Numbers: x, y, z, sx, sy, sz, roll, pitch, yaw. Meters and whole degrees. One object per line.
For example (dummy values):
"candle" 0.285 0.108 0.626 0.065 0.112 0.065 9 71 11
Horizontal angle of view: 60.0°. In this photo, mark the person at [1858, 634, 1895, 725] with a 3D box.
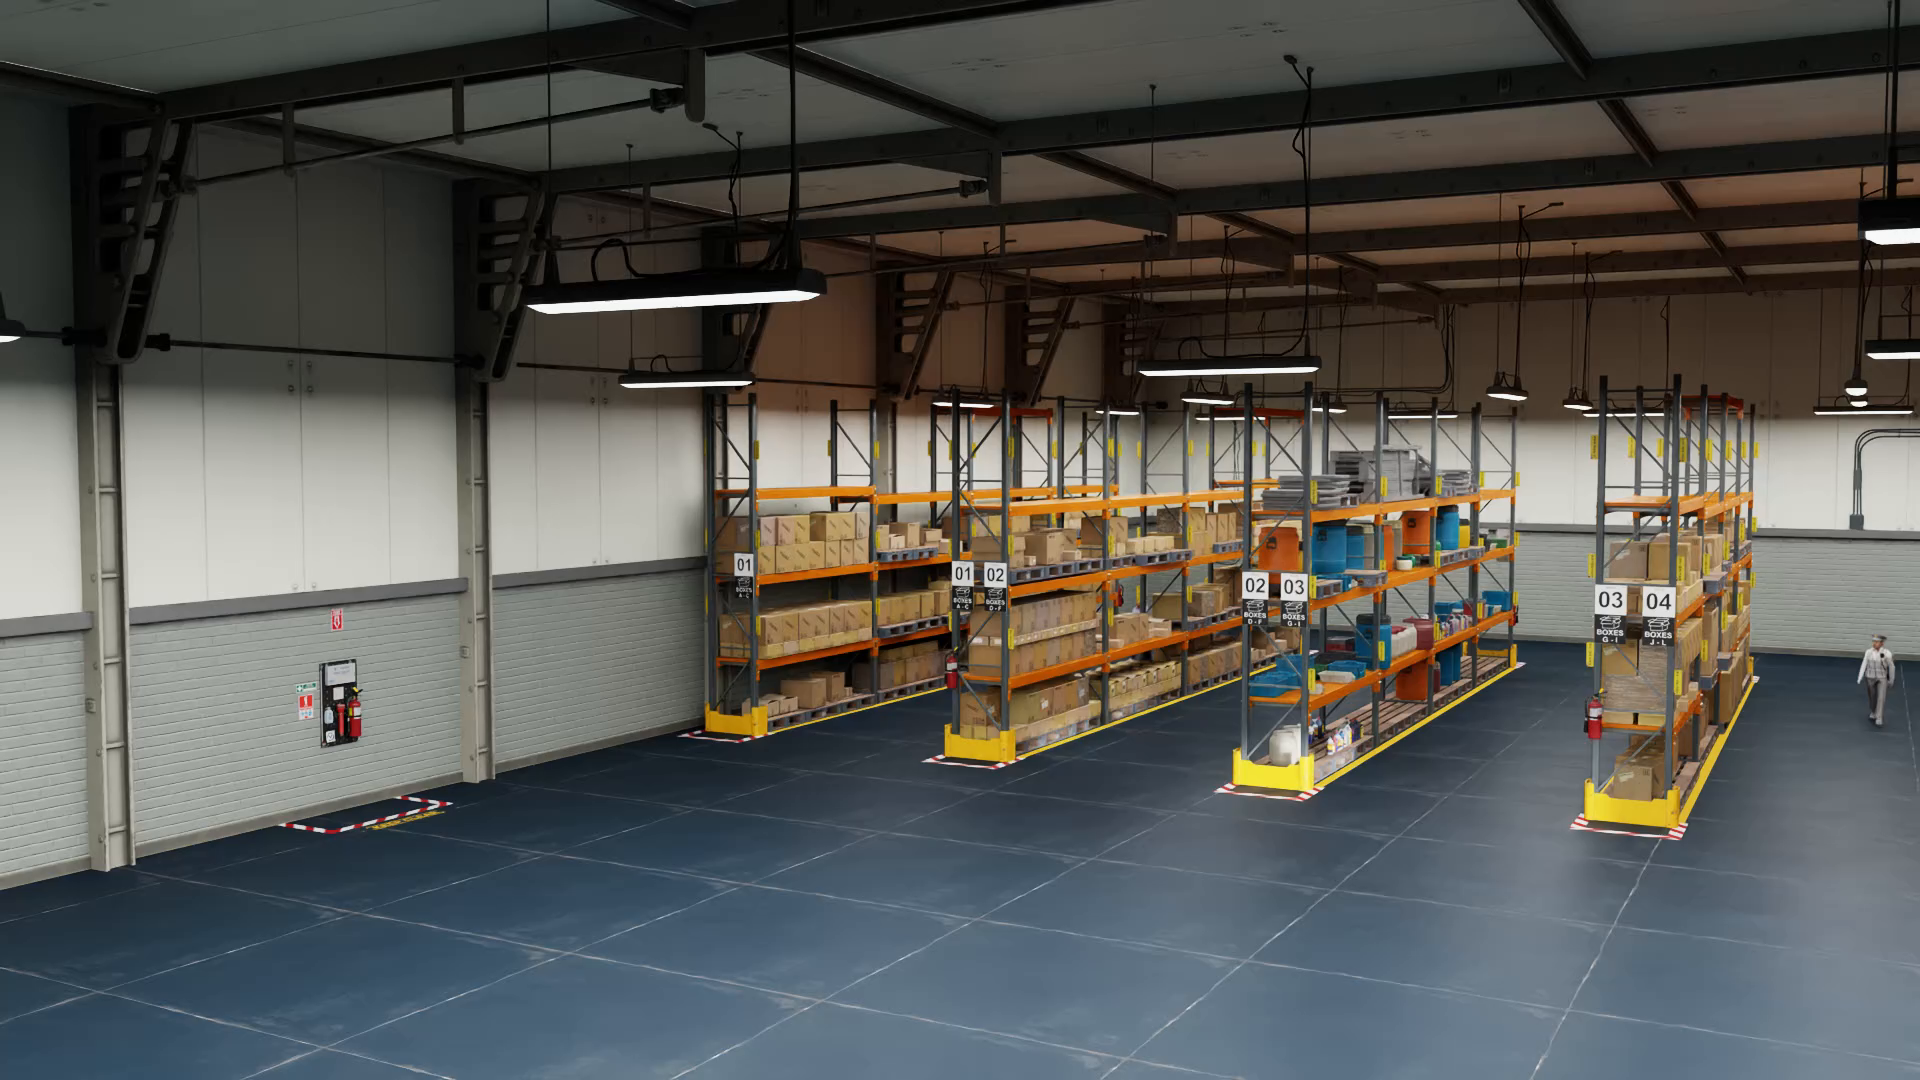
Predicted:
"person" 16.773 2.521 30.432 0.591 1.609 1.034 2 4 31

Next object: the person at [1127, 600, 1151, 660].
"person" 4.136 2.108 38.427 0.478 1.583 1.030 2 4 30

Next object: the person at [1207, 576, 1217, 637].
"person" 6.352 1.797 42.747 0.740 1.778 0.581 2 4 34
